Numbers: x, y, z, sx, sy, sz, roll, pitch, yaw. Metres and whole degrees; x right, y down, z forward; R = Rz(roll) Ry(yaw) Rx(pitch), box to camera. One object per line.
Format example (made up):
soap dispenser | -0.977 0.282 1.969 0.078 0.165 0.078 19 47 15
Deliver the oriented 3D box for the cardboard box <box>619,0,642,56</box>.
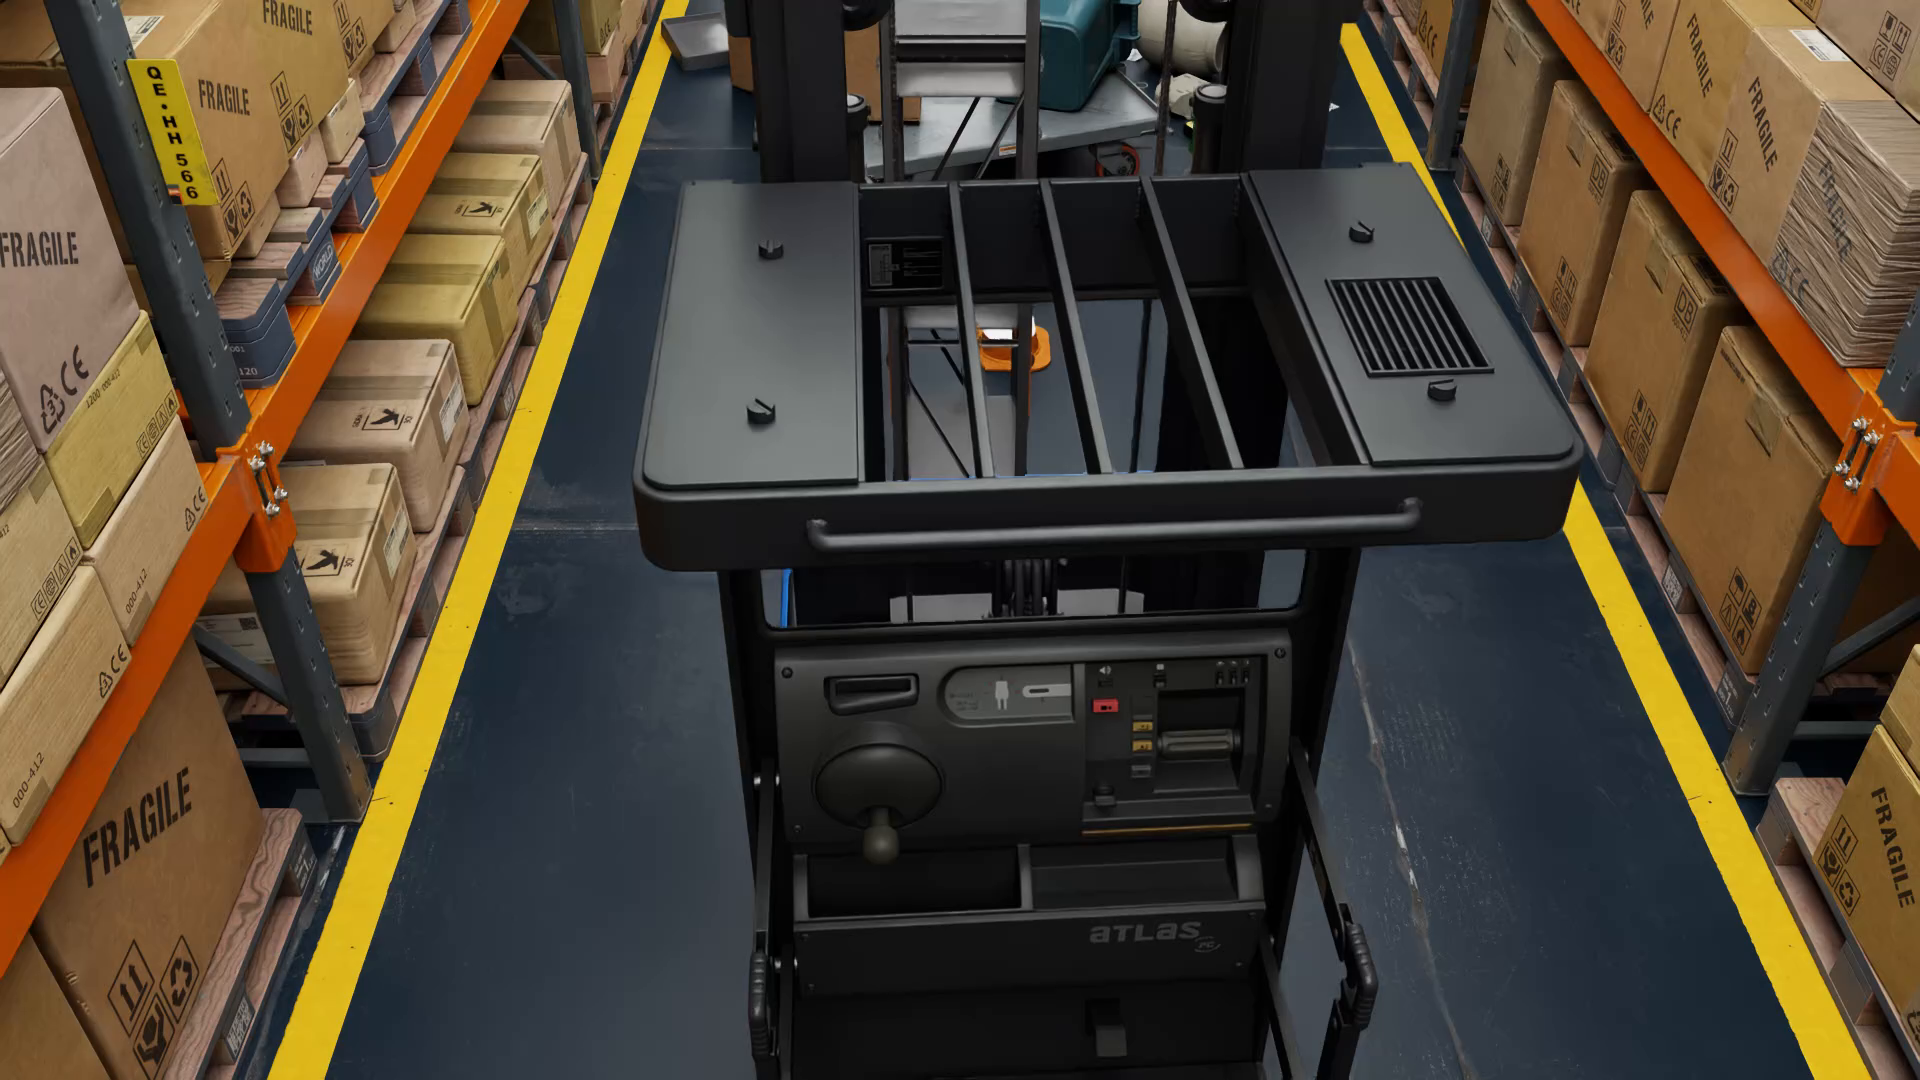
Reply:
cardboard box | -1.950 -2.692 8.573 0.500 0.250 0.500 2 39 3

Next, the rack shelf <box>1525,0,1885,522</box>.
rack shelf | 2.745 -1.433 5.715 1.077 0.370 4.000 0 39 0

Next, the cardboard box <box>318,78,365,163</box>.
cardboard box | -1.918 -1.186 4.696 0.380 0.149 0.250 0 39 0

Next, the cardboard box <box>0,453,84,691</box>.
cardboard box | -1.944 0.090 2.959 0.500 0.250 0.500 -1 39 -1

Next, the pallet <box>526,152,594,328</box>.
pallet | -2.205 -1.323 7.232 1.003 0.211 1.213 0 39 0

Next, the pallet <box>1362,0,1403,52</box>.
pallet | 2.816 -3.117 9.471 1.003 0.211 1.213 0 39 0

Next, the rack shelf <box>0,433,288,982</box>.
rack shelf | -2.200 1.135 2.510 1.077 0.370 4.000 0 39 0

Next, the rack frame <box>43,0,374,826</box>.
rack frame | -2.203 -0.397 3.846 1.000 3.000 0.127 0 39 0

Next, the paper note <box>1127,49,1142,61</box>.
paper note | 0.911 -2.651 9.040 0.172 0.023 0.155 13 40 15

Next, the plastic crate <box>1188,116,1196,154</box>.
plastic crate | 1.432 -1.998 8.047 0.450 0.188 0.662 27 45 16

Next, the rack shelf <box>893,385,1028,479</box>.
rack shelf | 0.000 -0.159 5.410 0.431 0.518 0.480 0 39 0

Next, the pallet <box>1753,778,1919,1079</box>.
pallet | 2.747 1.114 4.192 1.003 0.211 1.213 0 39 0

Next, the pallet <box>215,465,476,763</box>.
pallet | -2.202 0.203 5.328 1.003 0.211 1.213 0 39 0

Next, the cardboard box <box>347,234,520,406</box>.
cardboard box | -2.197 -0.824 6.145 0.950 0.372 0.625 1 39 1

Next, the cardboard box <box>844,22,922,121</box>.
cardboard box | -0.427 -2.238 7.537 0.500 0.500 0.500 0 39 0

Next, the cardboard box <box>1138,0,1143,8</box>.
cardboard box | 0.899 -2.971 9.245 0.396 0.266 0.258 6 39 8

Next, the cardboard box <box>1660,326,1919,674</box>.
cardboard box | 2.836 -0.130 4.977 1.050 0.750 0.750 -1 39 -1

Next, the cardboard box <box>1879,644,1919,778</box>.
cardboard box | 2.506 0.487 3.807 0.500 0.250 0.500 -2 39 -2

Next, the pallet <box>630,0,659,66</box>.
pallet | -2.248 -2.995 9.318 1.003 0.211 1.213 0 39 0

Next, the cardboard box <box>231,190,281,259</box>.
cardboard box | -1.984 -0.843 4.268 0.380 0.149 0.250 -2 39 -3

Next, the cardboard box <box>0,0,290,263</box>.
cardboard box | -1.972 -0.997 3.942 0.500 0.500 0.500 -1 39 -1

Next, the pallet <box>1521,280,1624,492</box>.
pallet | 2.823 -0.629 6.366 1.003 0.211 1.213 0 39 0

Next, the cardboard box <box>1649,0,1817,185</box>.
cardboard box | 2.478 -1.408 5.029 0.500 0.500 0.500 -1 39 -1

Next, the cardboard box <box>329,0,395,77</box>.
cardboard box | -1.987 -1.655 4.763 0.500 0.500 0.500 1 39 1

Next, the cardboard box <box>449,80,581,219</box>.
cardboard box | -2.204 -1.708 7.249 0.950 0.372 0.625 0 39 1

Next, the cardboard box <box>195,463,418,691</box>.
cardboard box | -2.193 0.112 4.977 0.950 0.372 0.625 -2 39 -3

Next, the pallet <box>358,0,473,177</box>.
pallet | -2.246 -1.560 5.451 1.003 0.211 1.213 0 39 0

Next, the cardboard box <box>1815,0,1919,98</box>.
cardboard box | 2.755 -1.489 4.331 0.700 0.500 0.500 -1 39 -1

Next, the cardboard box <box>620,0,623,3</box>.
cardboard box | -1.950 -2.985 8.340 0.500 0.500 0.500 1 39 2

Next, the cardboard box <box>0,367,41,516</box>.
cardboard box | -1.932 -0.182 2.699 0.500 0.500 0.500 1 39 1

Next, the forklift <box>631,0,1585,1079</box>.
forklift | 0.150 0.448 2.847 1.130 2.935 3.031 -2 39 -3

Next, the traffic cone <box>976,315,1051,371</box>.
traffic cone | 0.194 -0.953 6.569 0.336 0.463 0.334 0 39 0

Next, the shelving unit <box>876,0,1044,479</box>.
shelving unit | 0.000 -0.716 4.964 0.431 2.100 0.503 0 39 0

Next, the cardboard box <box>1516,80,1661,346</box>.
cardboard box | 2.831 -1.259 6.386 1.050 0.750 0.750 0 39 0

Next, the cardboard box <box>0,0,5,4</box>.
cardboard box | -2.481 -1.000 3.945 0.500 0.500 0.500 -1 39 -1

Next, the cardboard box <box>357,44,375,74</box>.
cardboard box | -2.035 -1.513 5.104 0.380 0.149 0.250 1 39 2

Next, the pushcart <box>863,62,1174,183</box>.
pushcart | 0.073 -1.908 7.829 1.648 0.377 0.936 -13 40 -16

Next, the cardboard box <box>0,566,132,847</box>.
cardboard box | -1.926 0.298 3.100 0.500 0.250 0.500 1 39 1

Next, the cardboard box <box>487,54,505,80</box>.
cardboard box | -2.477 -2.358 8.157 0.500 0.250 0.500 2 39 2

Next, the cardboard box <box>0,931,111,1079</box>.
cardboard box | -2.288 1.258 3.144 0.875 0.875 0.875 0 39 1

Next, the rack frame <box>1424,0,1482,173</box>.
rack frame | 2.743 -2.965 7.051 1.000 3.000 0.127 0 39 0

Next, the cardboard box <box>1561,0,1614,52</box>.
cardboard box | 2.473 -2.046 5.825 0.500 0.500 0.500 0 39 0

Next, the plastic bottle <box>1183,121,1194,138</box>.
plastic bottle | 1.233 -1.990 8.184 0.133 0.061 0.283 -20 43 -23

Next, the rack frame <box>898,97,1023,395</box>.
rack frame | 0.000 -0.868 5.155 0.400 2.100 0.015 0 39 0

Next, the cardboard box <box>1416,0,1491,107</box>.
cardboard box | 2.812 -2.693 8.075 0.875 0.875 0.875 1 39 1

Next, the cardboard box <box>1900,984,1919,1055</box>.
cardboard box | 2.497 1.105 3.635 0.500 0.500 0.500 0 39 0

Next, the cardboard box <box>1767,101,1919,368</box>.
cardboard box | 2.478 -0.784 4.249 0.500 0.500 0.500 0 39 0
